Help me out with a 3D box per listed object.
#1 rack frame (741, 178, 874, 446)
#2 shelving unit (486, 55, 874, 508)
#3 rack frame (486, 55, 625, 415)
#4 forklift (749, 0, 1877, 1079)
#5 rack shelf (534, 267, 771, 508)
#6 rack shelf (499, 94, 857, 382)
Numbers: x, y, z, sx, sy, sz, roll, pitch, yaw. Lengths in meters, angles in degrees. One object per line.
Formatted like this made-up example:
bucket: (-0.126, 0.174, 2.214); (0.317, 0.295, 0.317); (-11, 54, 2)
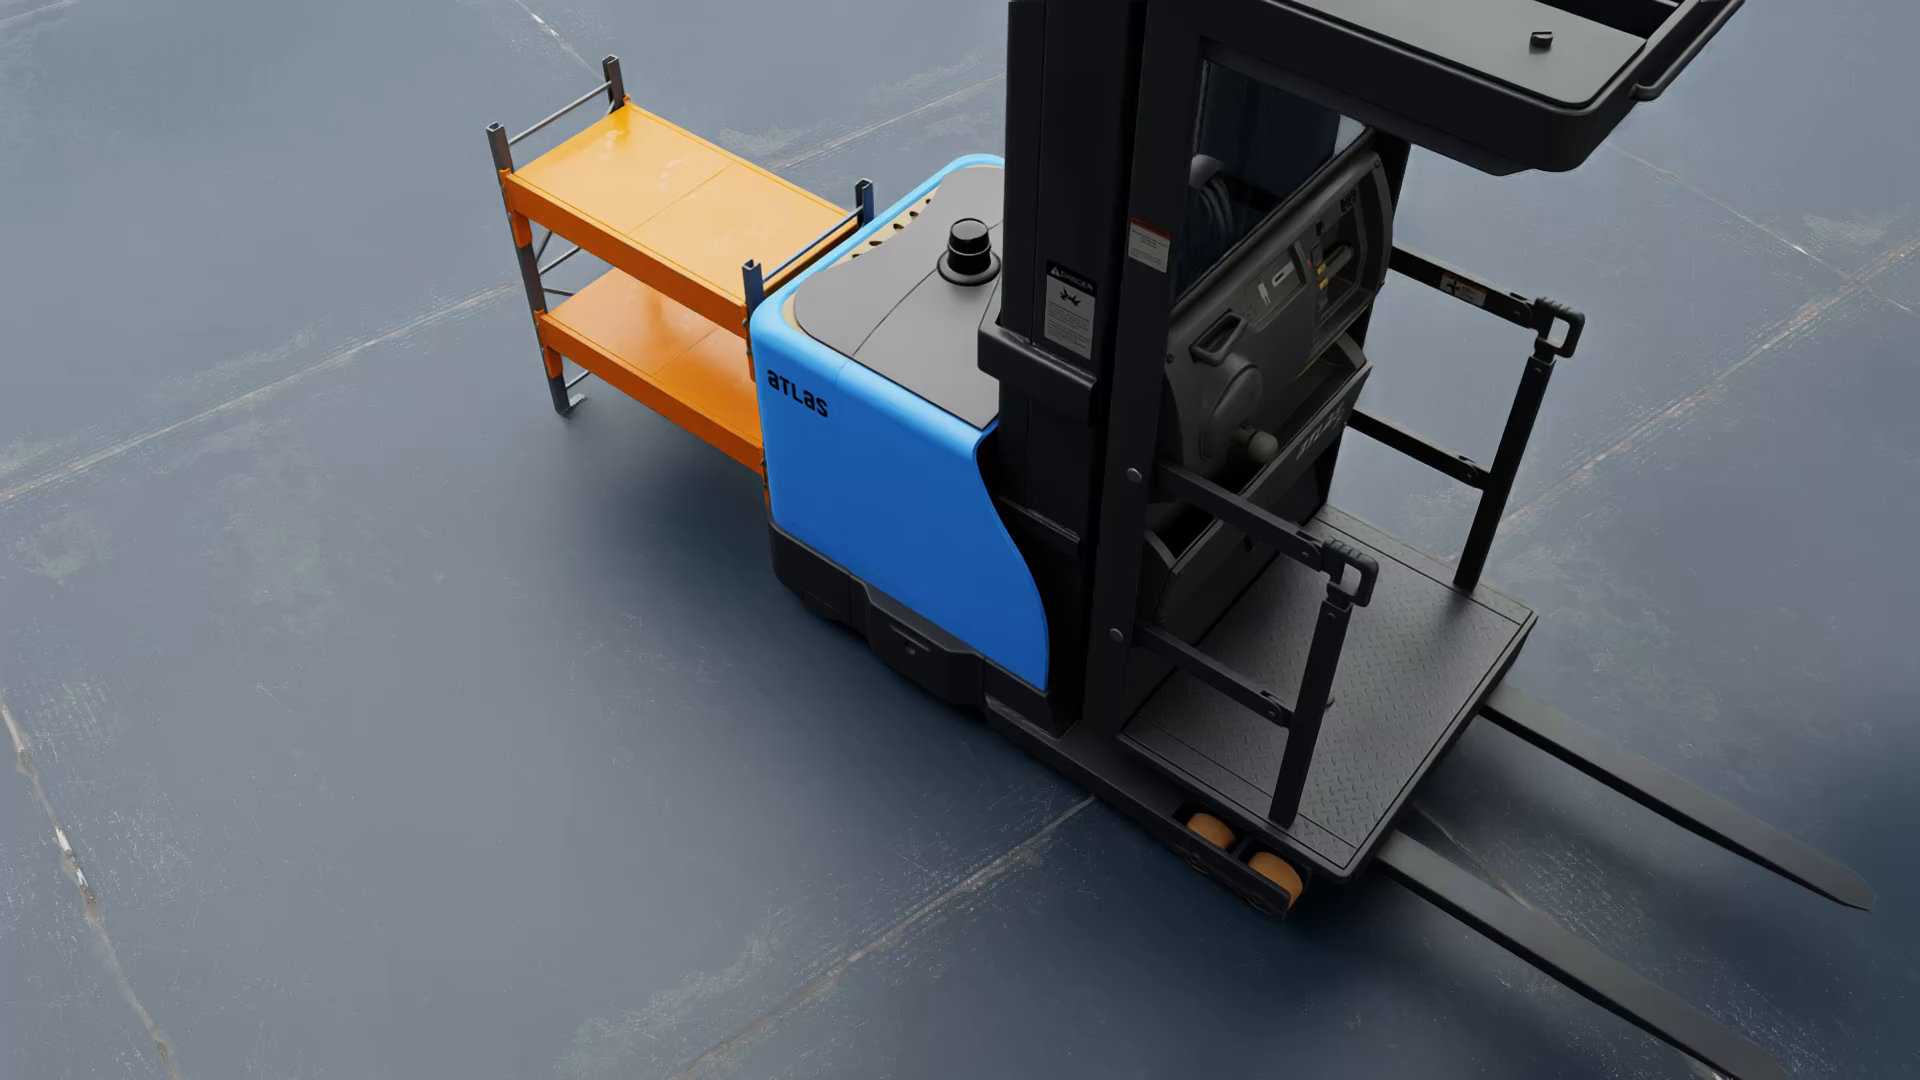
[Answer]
rack frame: (-0.410, -0.484, 4.930); (0.032, 1.125, 0.500); (30, 55, 25)
shelving unit: (-0.808, -0.719, 5.142); (1.048, 1.125, 0.538); (30, 55, 25)
rack frame: (-1.206, -0.953, 5.355); (0.032, 1.125, 0.500); (30, 55, 25)
forklift: (0.898, -0.456, 3.685); (3.031, 2.935, 1.130); (30, 55, 25)
rack shelf: (-0.808, -0.554, 5.323); (1.000, 0.278, 0.538); (30, 55, 25)
rack shelf: (-0.808, -0.915, 4.925); (1.000, 0.278, 0.538); (30, 55, 25)
